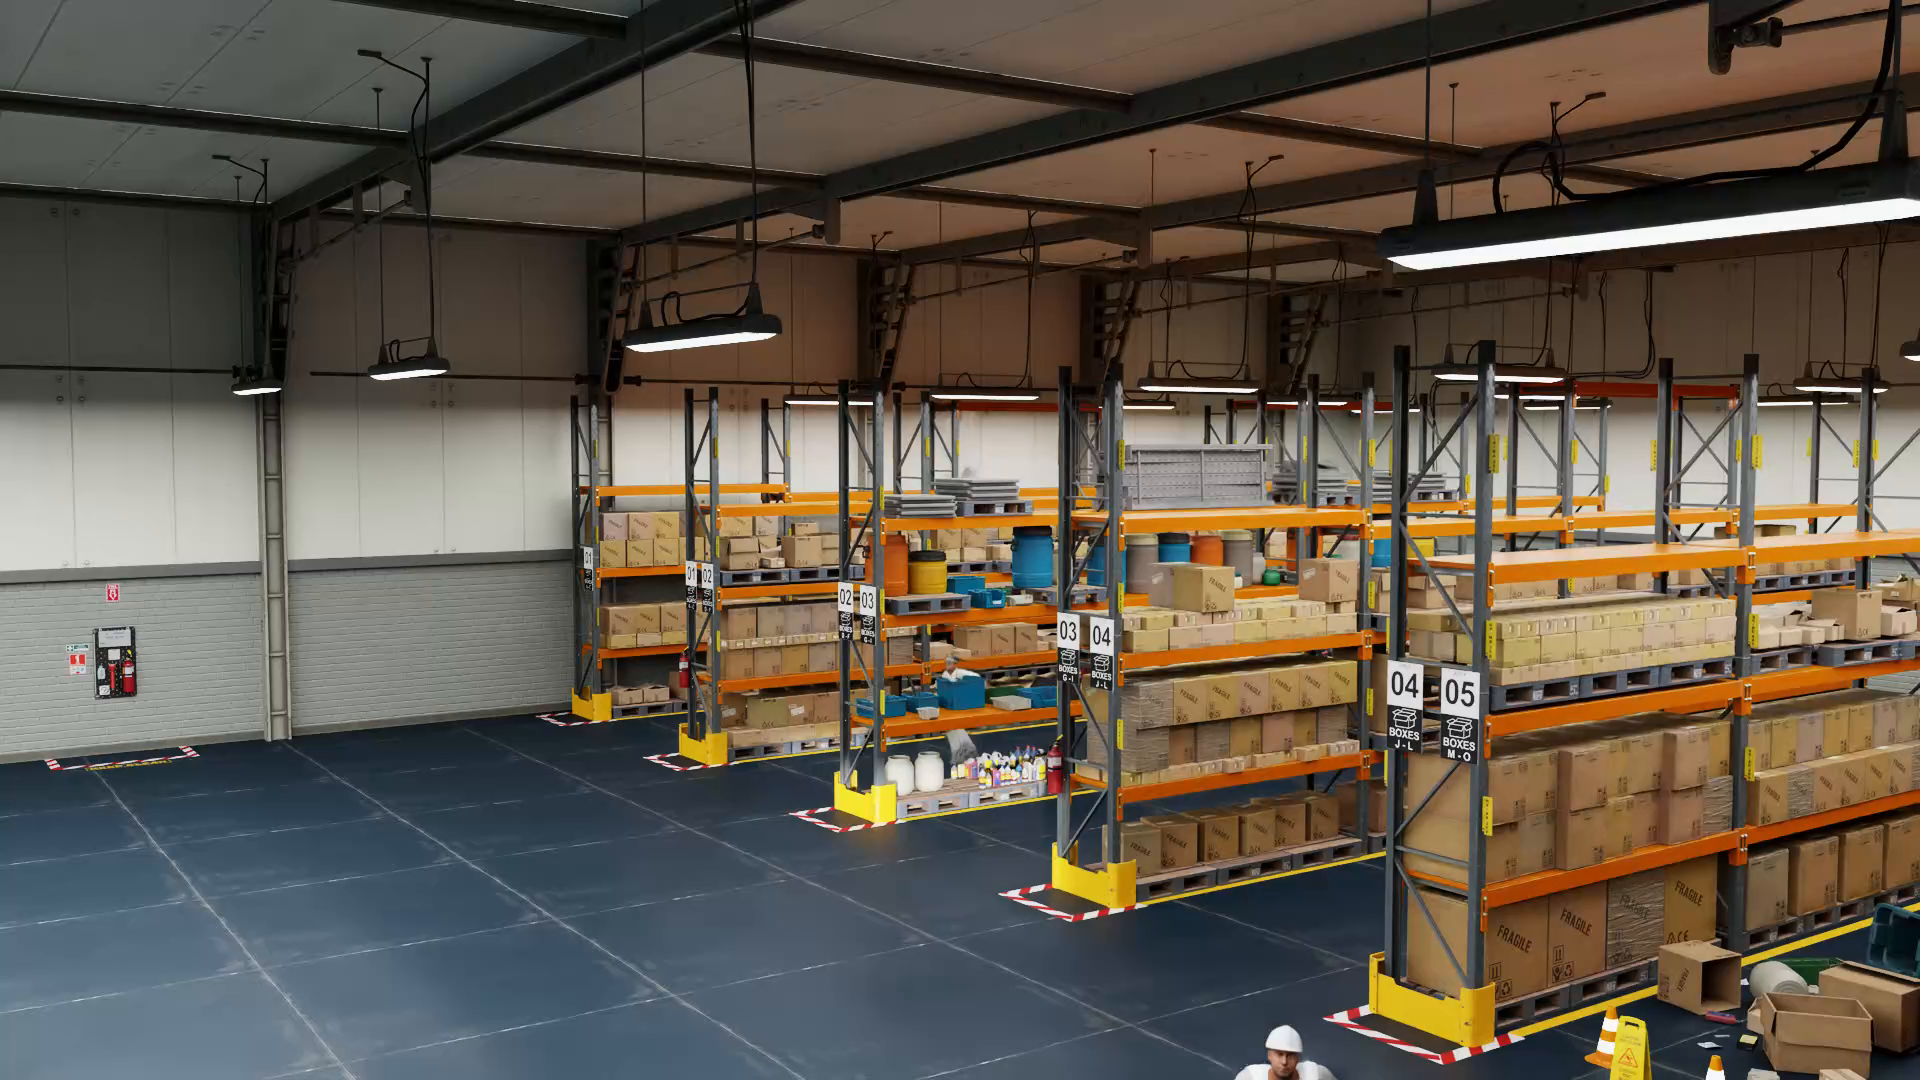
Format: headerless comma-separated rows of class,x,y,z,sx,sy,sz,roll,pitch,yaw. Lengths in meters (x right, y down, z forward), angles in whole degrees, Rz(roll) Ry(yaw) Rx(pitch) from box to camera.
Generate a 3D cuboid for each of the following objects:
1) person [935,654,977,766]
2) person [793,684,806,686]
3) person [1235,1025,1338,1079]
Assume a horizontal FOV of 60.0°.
person,-0.041,2.694,26.522,0.842,1.792,0.691,-3,5,-43
person,-2.871,2.521,29.997,0.666,1.681,0.738,3,5,41
person,1.887,3.689,9.719,0.712,1.808,1.004,1,4,12
